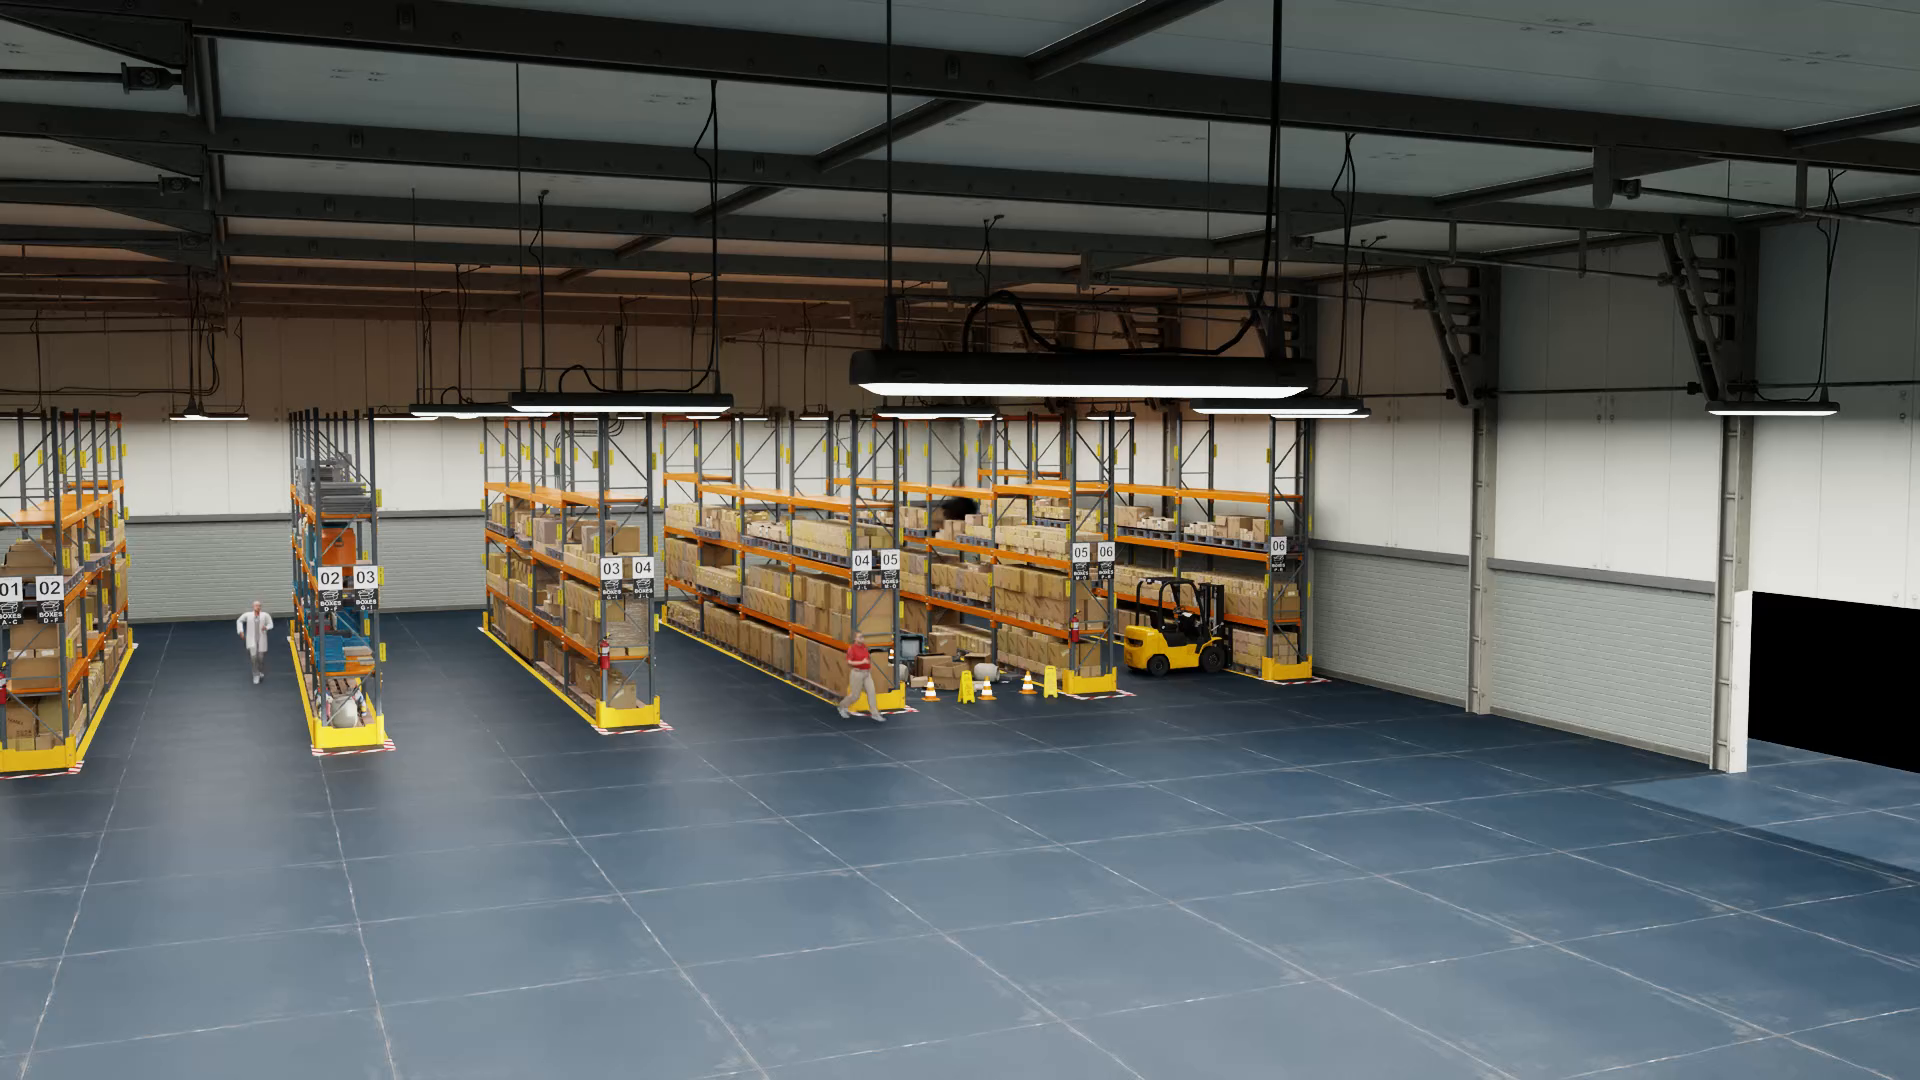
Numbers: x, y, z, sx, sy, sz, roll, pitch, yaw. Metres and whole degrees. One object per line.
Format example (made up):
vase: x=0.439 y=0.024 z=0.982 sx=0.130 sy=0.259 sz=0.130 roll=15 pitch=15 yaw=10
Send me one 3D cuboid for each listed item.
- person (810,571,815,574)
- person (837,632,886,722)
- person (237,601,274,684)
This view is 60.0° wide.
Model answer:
person: x=-3.962 y=1.710 z=44.794 sx=0.660 sy=1.736 sz=0.595 roll=-2 pitch=5 yaw=-32
person: x=-1.877 y=2.615 z=31.969 sx=1.055 sy=1.691 sz=0.675 roll=3 pitch=5 yaw=40
person: x=-15.639 y=2.261 z=36.952 sx=0.720 sy=1.809 sz=0.874 roll=-2 pitch=5 yaw=-31
